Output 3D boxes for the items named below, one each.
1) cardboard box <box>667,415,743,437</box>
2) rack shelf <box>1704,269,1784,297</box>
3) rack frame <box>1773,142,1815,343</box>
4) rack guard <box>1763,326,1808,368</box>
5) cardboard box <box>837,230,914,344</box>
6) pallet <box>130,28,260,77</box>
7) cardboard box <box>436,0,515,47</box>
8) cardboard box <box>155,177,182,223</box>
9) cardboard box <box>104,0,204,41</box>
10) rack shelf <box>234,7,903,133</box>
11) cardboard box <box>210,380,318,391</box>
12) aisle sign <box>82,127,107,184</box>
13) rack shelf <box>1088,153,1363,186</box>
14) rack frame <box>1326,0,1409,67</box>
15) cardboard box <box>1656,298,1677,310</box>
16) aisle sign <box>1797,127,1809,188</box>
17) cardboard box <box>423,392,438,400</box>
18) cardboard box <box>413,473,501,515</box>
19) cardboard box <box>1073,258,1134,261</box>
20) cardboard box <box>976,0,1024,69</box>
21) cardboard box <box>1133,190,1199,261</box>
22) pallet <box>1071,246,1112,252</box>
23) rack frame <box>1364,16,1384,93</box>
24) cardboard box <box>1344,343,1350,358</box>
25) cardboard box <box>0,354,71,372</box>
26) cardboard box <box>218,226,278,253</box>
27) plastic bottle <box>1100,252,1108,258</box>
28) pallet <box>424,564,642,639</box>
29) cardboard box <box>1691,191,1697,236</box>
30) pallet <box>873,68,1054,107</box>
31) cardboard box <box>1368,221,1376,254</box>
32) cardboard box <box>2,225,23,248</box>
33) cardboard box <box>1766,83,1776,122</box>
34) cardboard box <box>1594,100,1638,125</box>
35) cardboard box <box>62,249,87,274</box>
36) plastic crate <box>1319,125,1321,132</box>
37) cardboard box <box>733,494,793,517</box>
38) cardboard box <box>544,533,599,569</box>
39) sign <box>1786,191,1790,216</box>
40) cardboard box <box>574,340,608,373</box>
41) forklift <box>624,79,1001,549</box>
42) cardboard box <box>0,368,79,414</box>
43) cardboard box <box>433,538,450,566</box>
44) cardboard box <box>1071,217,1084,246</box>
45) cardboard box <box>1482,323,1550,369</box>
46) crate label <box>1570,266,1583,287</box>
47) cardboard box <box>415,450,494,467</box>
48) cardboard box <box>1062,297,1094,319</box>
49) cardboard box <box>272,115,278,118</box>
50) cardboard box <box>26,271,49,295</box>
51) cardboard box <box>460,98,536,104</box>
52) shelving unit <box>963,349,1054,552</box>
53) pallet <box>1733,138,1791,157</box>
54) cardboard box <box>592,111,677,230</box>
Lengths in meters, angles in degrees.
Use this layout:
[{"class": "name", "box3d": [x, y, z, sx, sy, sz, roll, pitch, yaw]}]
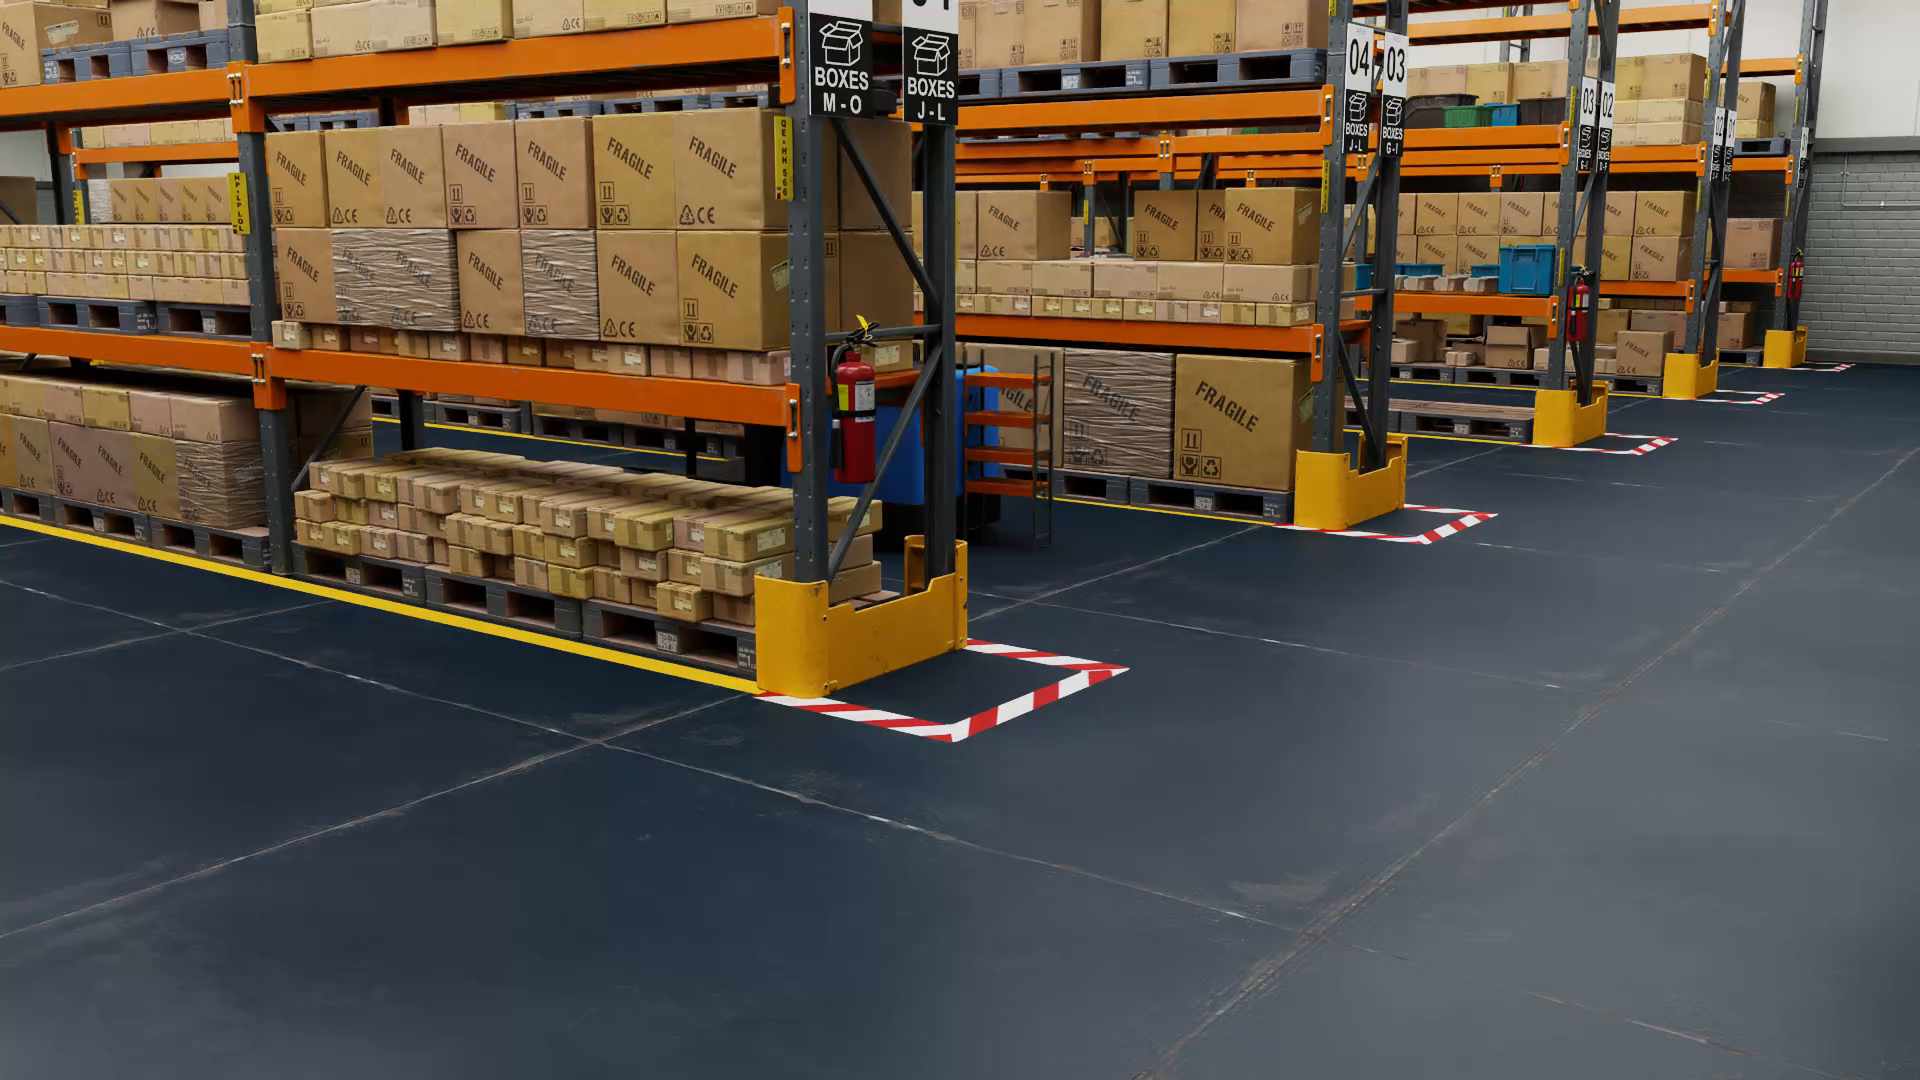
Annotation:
[{"class": "cardboard box", "box3d": [-1.817, -1.423, 14.478, 0.875, 0.875, 1.225, 7, 13, 34]}, {"class": "rack shelf", "box3d": [9.839, -3.788, 24.107, 4.000, 0.370, 1.077, 8, 13, 36]}, {"class": "rack frame", "box3d": [11.451, -3.916, 22.876, 0.127, 3.000, 1.000, 8, 13, 36]}, {"class": "rack guard", "box3d": [11.470, -2.686, 23.099, 0.348, 0.500, 1.175, 8, 13, 36]}, {"class": "cardboard box", "box3d": [-0.561, -1.181, 7.692, 0.500, 0.500, 0.500, 9, 14, 38]}, {"class": "pallet", "box3d": [-4.021, -2.809, 9.751, 1.003, 0.211, 1.213, 8, 13, 36]}, {"class": "cardboard box", "box3d": [-2.133, -2.474, 7.918, 0.500, 0.250, 0.500, 9, 14, 38]}, {"class": "cardboard box", "box3d": [-8.750, -3.854, 18.876, 0.500, 0.500, 0.500, 8, 13, 36]}, {"class": "cardboard box", "box3d": [-4.754, -3.266, 10.242, 0.637, 0.503, 0.797, 8, 13, 35]}, {"class": "rack shelf", "box3d": [-1.974, -2.238, 8.196, 4.000, 0.370, 1.077, 8, 13, 36]}, {"class": "cardboard box", "box3d": [-4.456, -0.873, 10.647, 0.500, 0.250, 0.500, 8, 14, 37]}, {"class": "aisle sign", "box3d": [-10.469, -4.678, 19.967, 0.004, 0.787, 0.394, 8, 13, 36]}, {"class": "rack shelf", "box3d": [3.686, -4.952, 22.224, 4.000, 0.370, 1.077, 8, 13, 36]}, {"class": "rack frame", "box3d": [2.655, -4.587, 10.547, 0.127, 3.000, 1.000, 8, 13, 36]}, {"class": "cardboard box", "box3d": [10.231, -3.407, 24.012, 0.250, 0.149, 0.380, 8, 14, 36]}, {"class": "aisle sign", "box3d": [11.331, -5.139, 22.350, 0.004, 0.787, 0.394, 8, 13, 36]}, {"class": "cardboard box", "box3d": [-5.261, -1.725, 16.971, 0.500, 0.500, 0.700, 9, 14, 40]}, {"class": "cardboard box", "box3d": [-2.631, -0.243, 8.724, 0.250, 0.149, 0.380, 8, 14, 37]}, {"class": "cardboard box", "box3d": [1.178, -1.981, 12.486, 0.500, 0.250, 0.500, 8, 13, 34]}, {"class": "cardboard box", "box3d": [0.528, -3.728, 12.374, 0.500, 0.500, 0.700, 9, 14, 38]}, {"class": "cardboard box", "box3d": [1.604, -2.291, 12.111, 0.500, 0.500, 0.500, 7, 13, 34]}, {"class": "pallet", "box3d": [2.309, -5.063, 29.309, 1.213, 0.211, 1.003, 8, 13, 36]}, {"class": "rack frame", "box3d": [5.298, -6.553, 20.709, 0.127, 3.000, 1.000, 8, 13, 36]}, {"class": "cardboard box", "box3d": [4.730, -2.608, 21.534, 0.500, 0.500, 0.500, 8, 13, 35]}, {"class": "cardboard box", "box3d": [-7.248, -0.977, 12.499, 0.750, 0.750, 1.050, 8, 13, 35]}, {"class": "cardboard box", "box3d": [-4.025, -1.733, 9.581, 0.250, 0.149, 0.380, 9, 14, 38]}, {"class": "plastic bottle", "box3d": [1.513, -2.900, 17.755, 0.185, 0.351, 0.144, 8, 13, 36]}, {"class": "pallet", "box3d": [-2.037, 0.233, 8.769, 1.213, 0.211, 1.003, 8, 13, 36]}, {"class": "cardboard box", "box3d": [8.320, -3.788, 19.316, 0.500, 0.500, 0.500, 8, 14, 37]}, {"class": "pallet", "box3d": [0.084, -3.427, 12.681, 1.213, 0.211, 1.003, 8, 13, 36]}, {"class": "cardboard box", "box3d": [6.483, -4.753, 26.103, 0.500, 0.500, 0.500, 8, 14, 37]}, {"class": "cardboard box", "box3d": [-6.139, -2.028, 11.105, 0.250, 0.149, 0.380, 8, 13, 35]}, {"class": "cardboard box", "box3d": [11.005, -6.058, 23.100, 0.500, 0.500, 0.500, 7, 13, 33]}, {"class": "cardboard box", "box3d": [7.553, -4.877, 19.023, 0.500, 0.250, 0.500, 8, 13, 36]}, {"class": "cardboard box", "box3d": [-5.501, -1.792, 10.668, 0.250, 0.149, 0.380, 8, 13, 35]}, {"class": "plastic crate", "box3d": [3.613, -4.108, 16.663, 0.466, 0.136, 0.293, 8, 13, 36]}, {"class": "cardboard box", "box3d": [-0.877, -0.116, 8.063, 0.250, 0.149, 0.380, 8, 14, 37]}, {"class": "cardboard box", "box3d": [-1.802, 0.024, 8.125, 0.250, 0.149, 0.380, 8, 14, 36]}, {"class": "sign", "box3d": [11.118, -4.520, 22.322, 0.005, 0.325, 0.100, 8, 13, 36]}, {"class": "cardboard box", "box3d": [-1.596, -0.882, 7.855, 0.250, 0.149, 0.380, 7, 13, 33]}, {"class": "forklift", "box3d": [-1.271, -1.566, 10.909, 3.031, 2.935, 1.130, 6, 13, 29]}, {"class": "cardboard box", "box3d": [-6.398, -1.025, 11.434, 0.500, 0.250, 0.500, 7, 13, 33]}, {"class": "cardboard box", "box3d": [-2.566, 0.036, 8.846, 0.250, 0.149, 0.380, 7, 13, 33]}, {"class": "cardboard box", "box3d": [2.169, -5.468, 29.476, 0.500, 0.500, 0.700, 8, 14, 36]}, {"class": "cardboard box", "box3d": [6.815, -2.387, 20.386, 0.637, 0.503, 0.797, 8, 13, 36]}, {"class": "crate label", "box3d": [5.583, -2.425, 15.450, 0.303, 0.233, 0.416, 8, 13, 36]}, {"class": "cardboard box", "box3d": [-2.916, -0.419, 9.632, 0.250, 0.149, 0.380, 8, 14, 36]}, {"class": "cardboard box", "box3d": [0.941, -1.680, 11.976, 0.250, 0.149, 0.380, 8, 14, 37]}, {"class": "cardboard box", "box3d": [-7.450, -4.578, 17.742, 0.250, 0.149, 0.380, 8, 14, 37]}, {"class": "cardboard box", "box3d": [-5.917, -1.704, 10.996, 0.250, 0.149, 0.380, 9, 14, 38]}, {"class": "cardboard box", "box3d": [-4.326, -4.323, 15.503, 0.500, 0.500, 0.500, 8, 14, 37]}, {"class": "shelving unit", "box3d": [0.297, -0.559, 10.258, 0.503, 1.200, 0.258, 6, 13, 29]}, {"class": "pallet", "box3d": [10.847, -5.427, 23.022, 1.213, 0.211, 1.003, 8, 13, 36]}, {"class": "cardboard box", "box3d": [-1.287, -1.650, 7.481, 0.500, 0.500, 0.500, 7, 13, 34]}]
